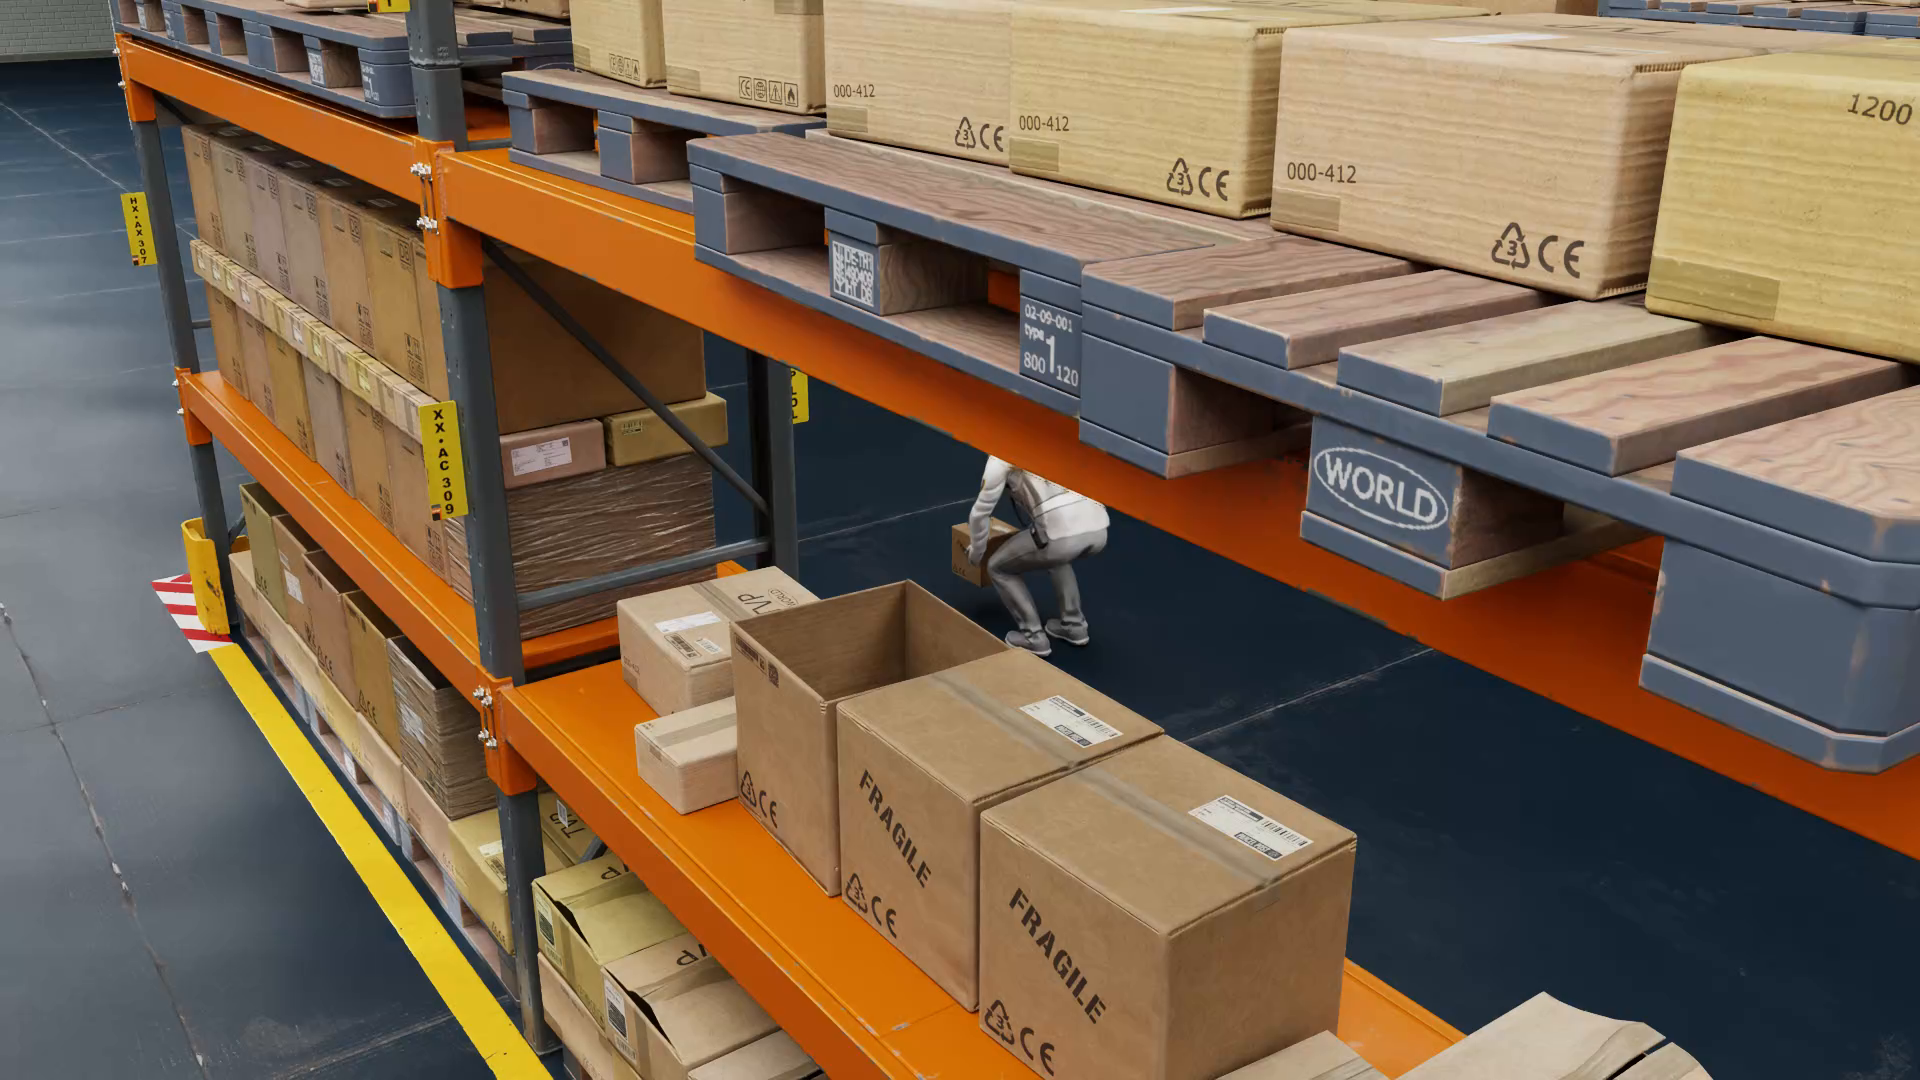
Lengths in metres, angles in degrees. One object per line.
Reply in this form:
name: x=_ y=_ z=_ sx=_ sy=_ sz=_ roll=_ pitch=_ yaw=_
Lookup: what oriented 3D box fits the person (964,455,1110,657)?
person: x=0.339 y=-0.067 z=7.912 sx=0.524 sy=1.188 sz=0.789 roll=-15 pitch=26 yaw=-33
